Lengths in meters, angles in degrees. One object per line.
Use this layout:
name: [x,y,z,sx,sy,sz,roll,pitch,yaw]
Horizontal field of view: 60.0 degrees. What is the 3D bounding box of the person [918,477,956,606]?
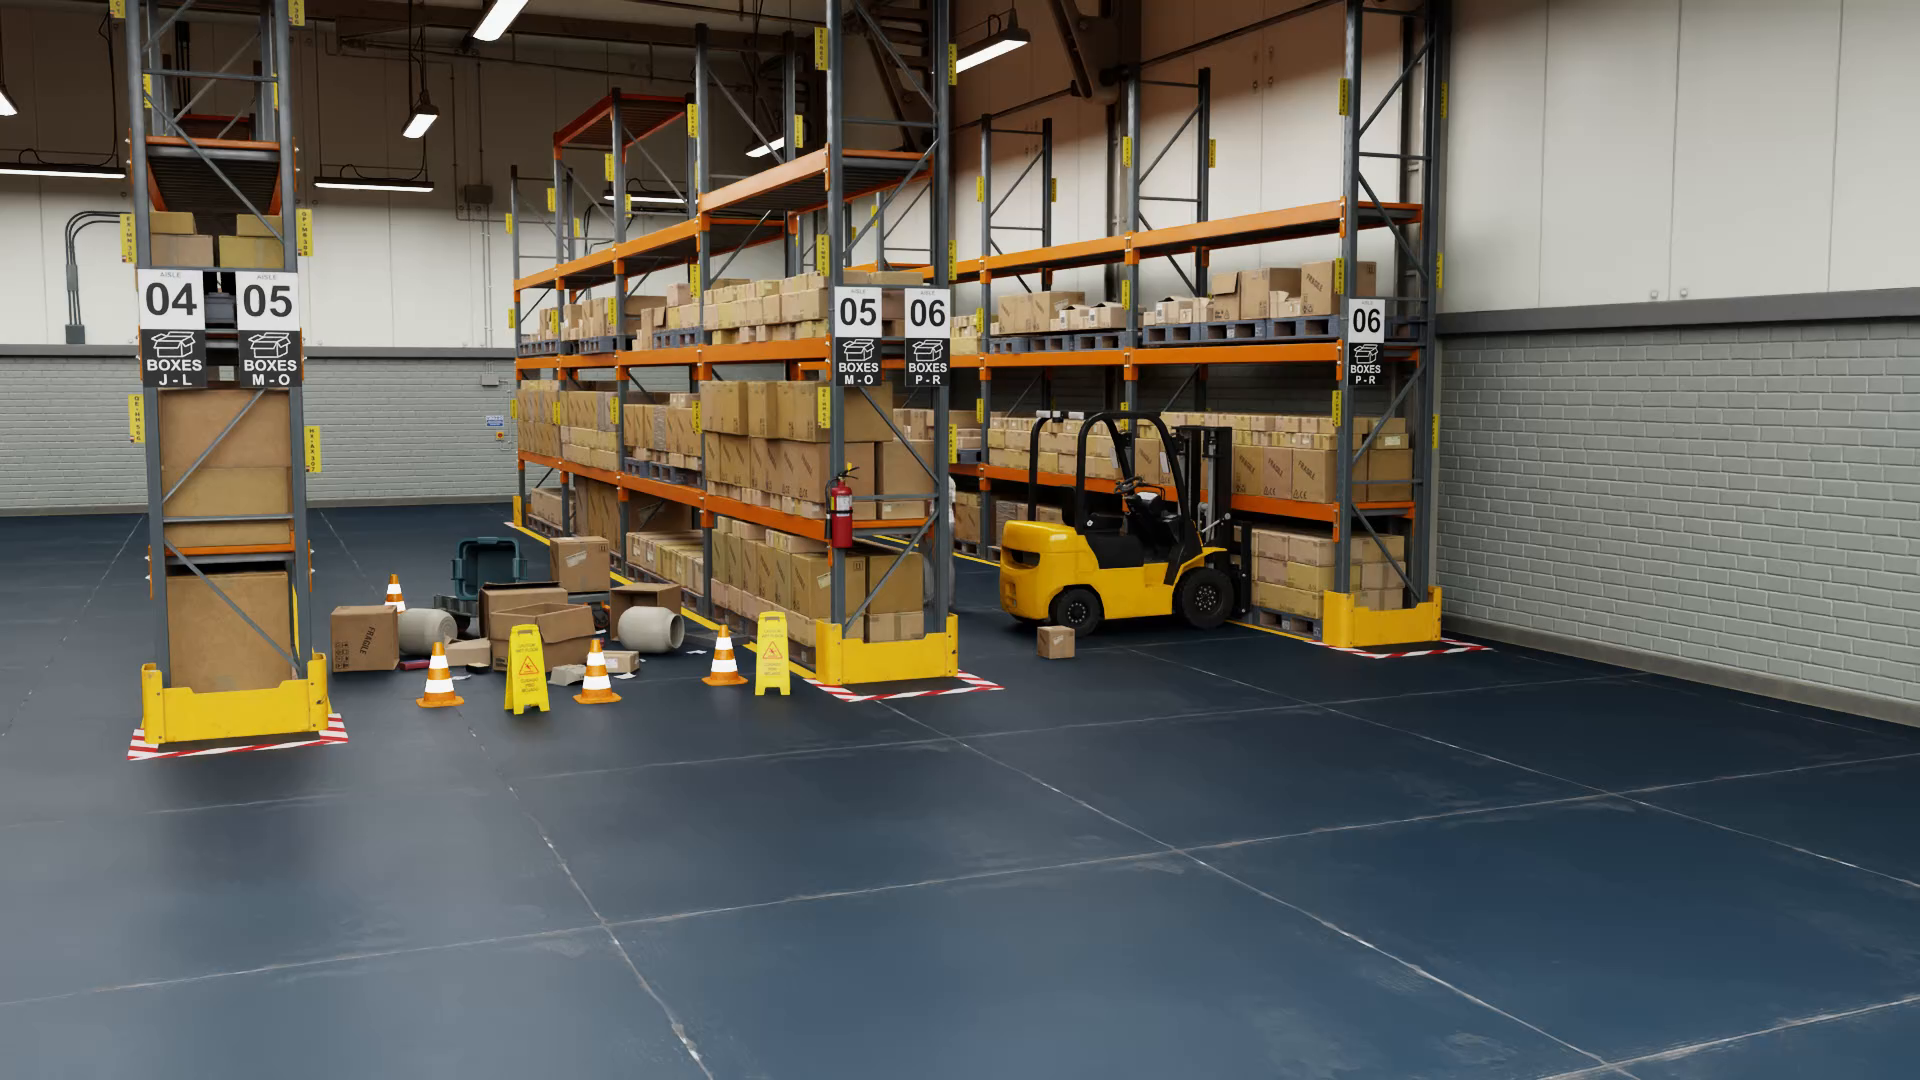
person: [-0.216,-0.091,18.062,0.475,1.728,0.511,-3,6,-29]
